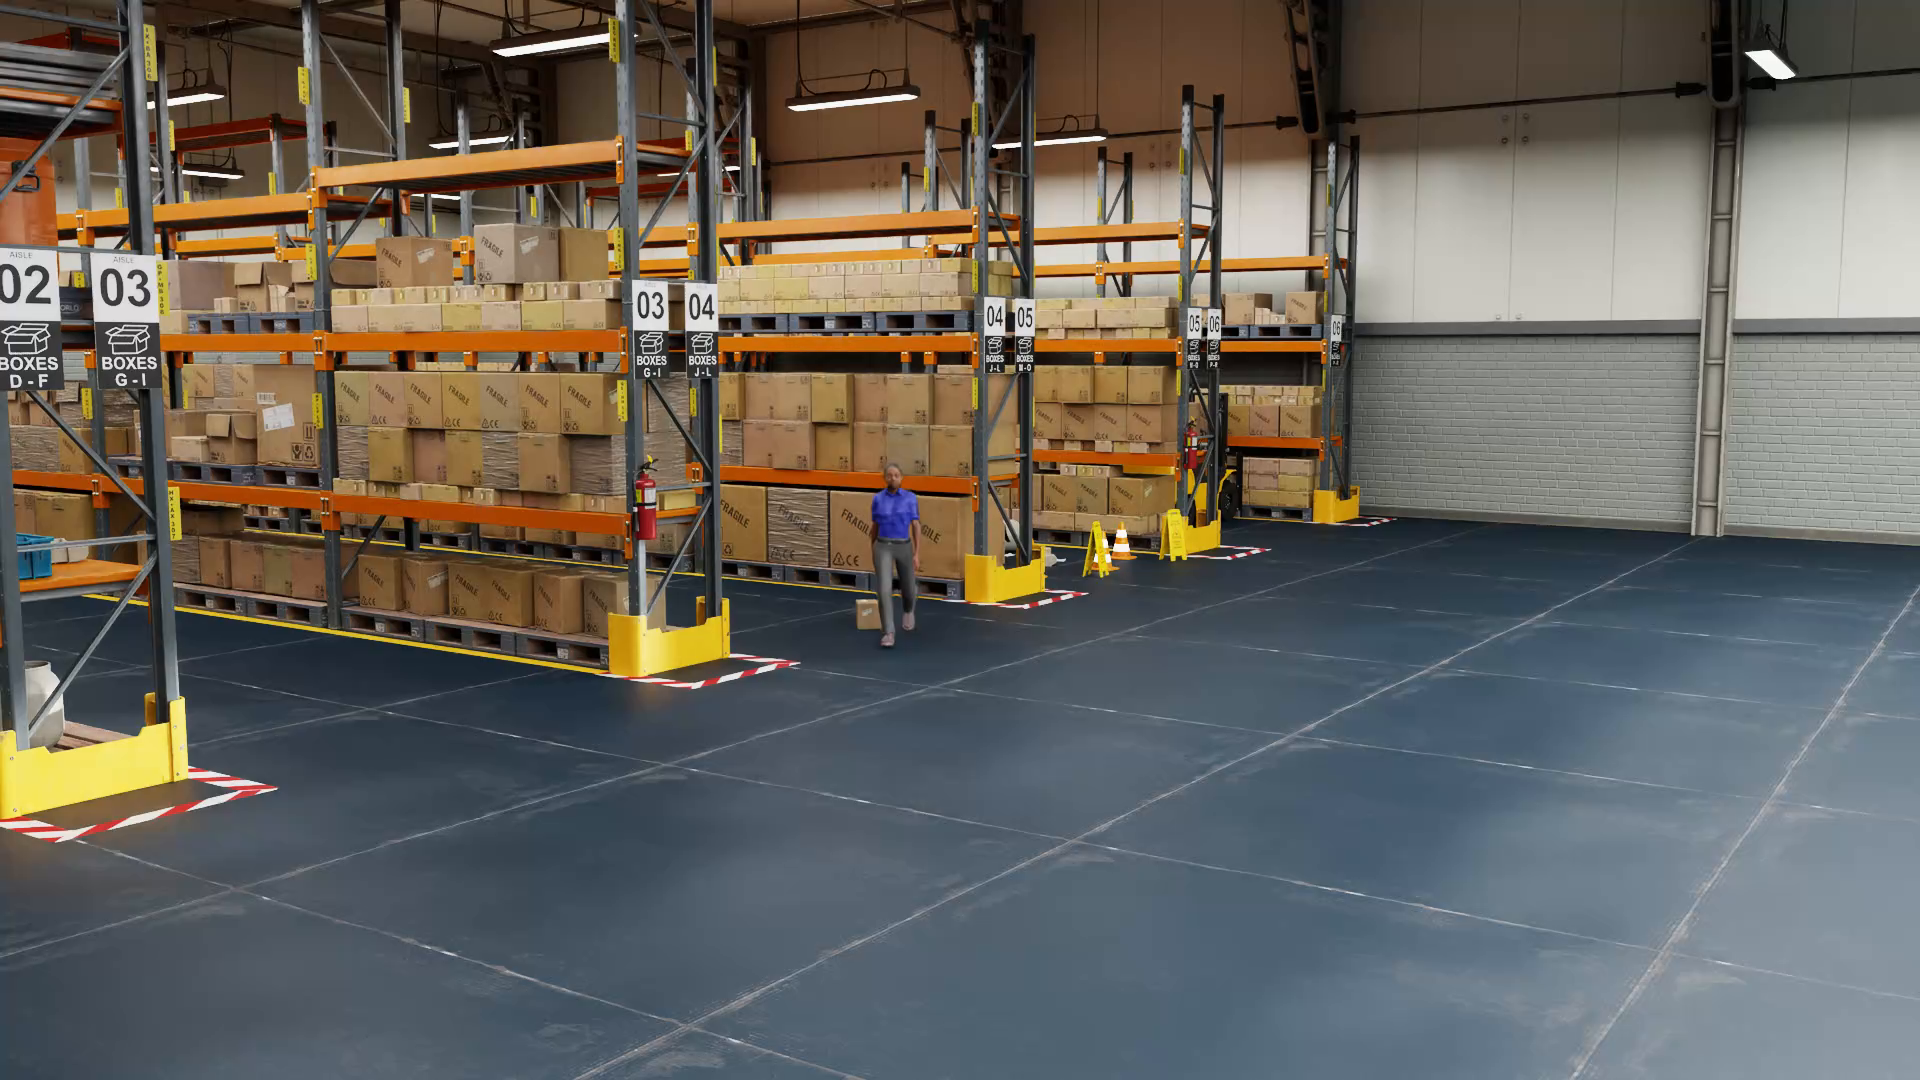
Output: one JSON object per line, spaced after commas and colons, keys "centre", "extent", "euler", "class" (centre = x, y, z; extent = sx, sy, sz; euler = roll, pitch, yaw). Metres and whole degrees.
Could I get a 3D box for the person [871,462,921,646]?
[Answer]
{"centre": [-0.577, 0.102, 15.055], "extent": [0.459, 1.617, 0.846], "euler": [0, 6, 1], "class": "person"}
